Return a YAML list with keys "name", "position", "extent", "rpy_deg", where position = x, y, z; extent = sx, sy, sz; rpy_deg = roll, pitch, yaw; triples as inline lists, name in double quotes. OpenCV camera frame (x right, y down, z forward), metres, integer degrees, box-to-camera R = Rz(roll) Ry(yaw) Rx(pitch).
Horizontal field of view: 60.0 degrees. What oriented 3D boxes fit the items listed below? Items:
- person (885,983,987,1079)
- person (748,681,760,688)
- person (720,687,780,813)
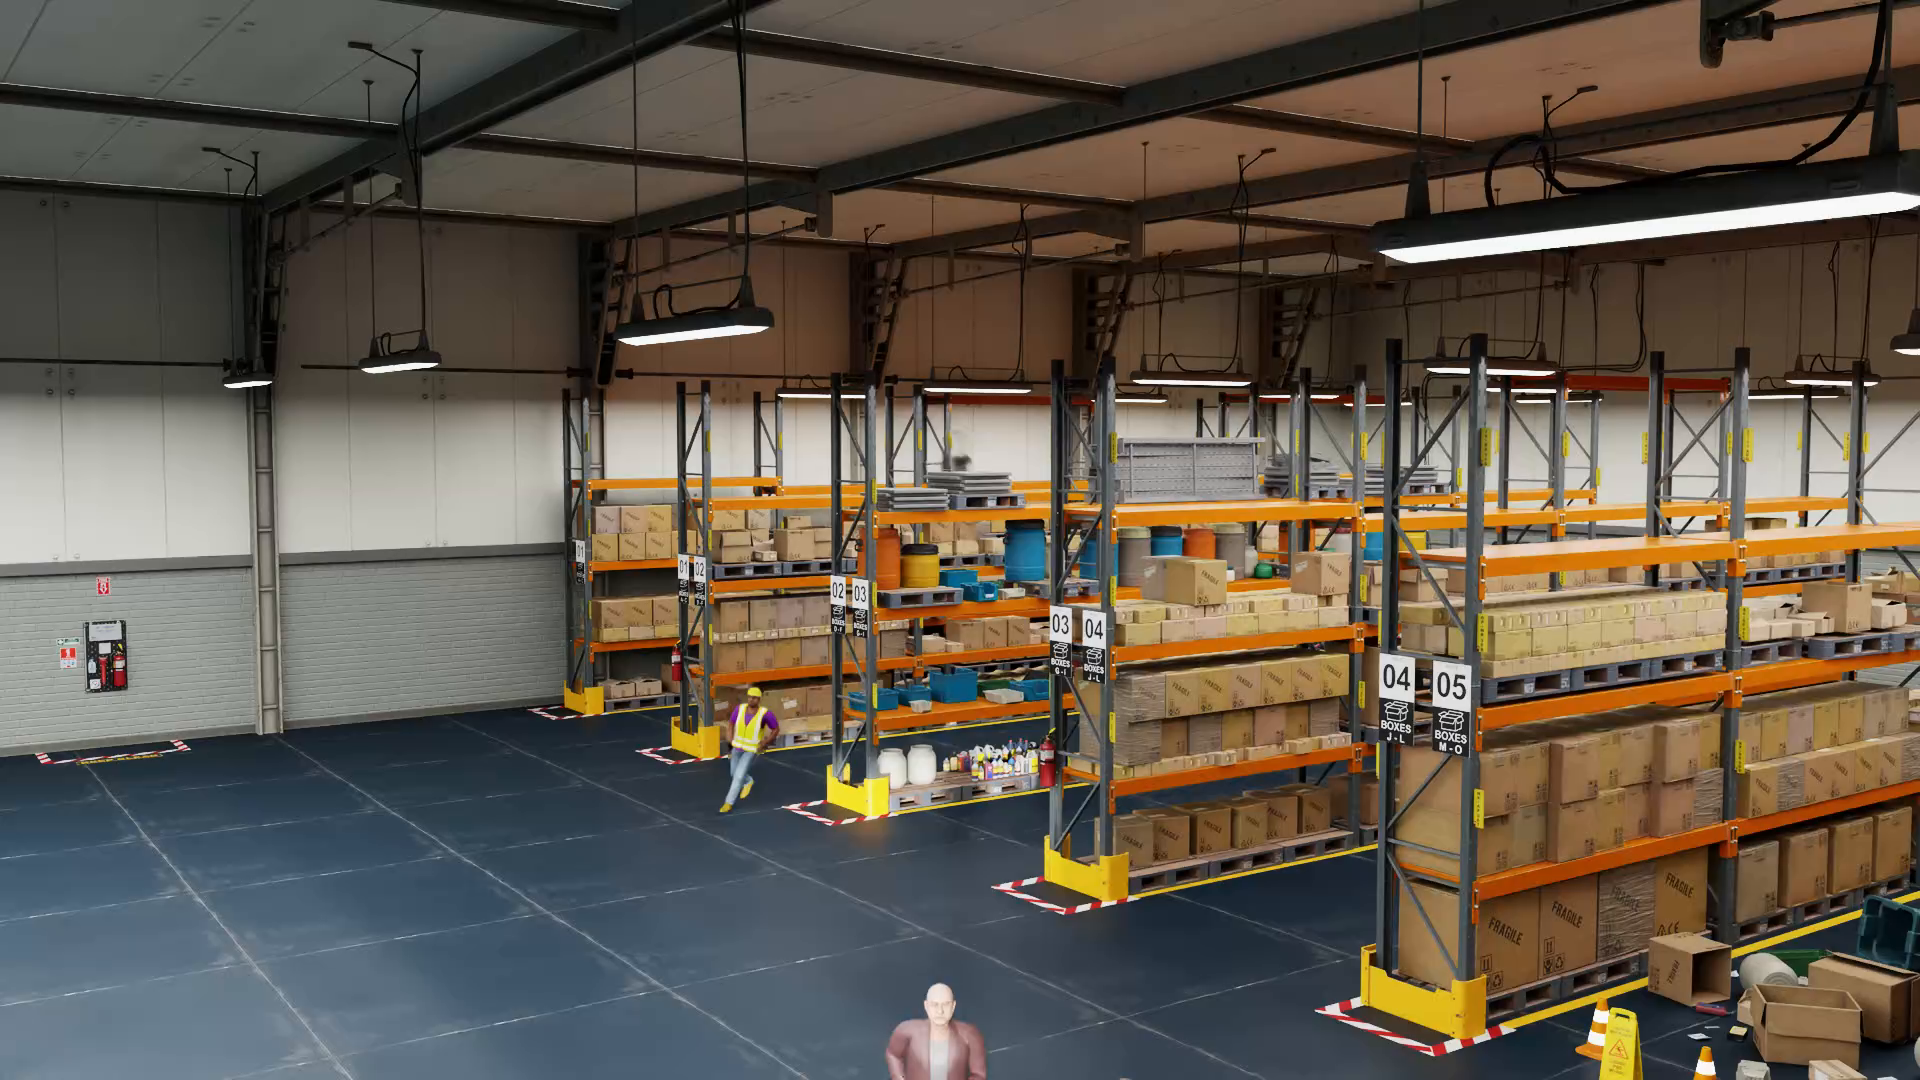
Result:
- name: "person"
  position: [-0.140, 3.621, 10.398]
  extent: [0.627, 1.723, 0.760]
  rpy_deg: [0, 4, -6]
- name: "person"
  position: [-3.534, 2.460, 29.632]
  extent: [0.569, 1.621, 0.609]
  rpy_deg: [3, 5, 43]
- name: "person"
  position: [-2.852, 2.852, 22.839]
  extent: [0.712, 1.709, 0.877]
  rpy_deg: [1, 4, 21]
